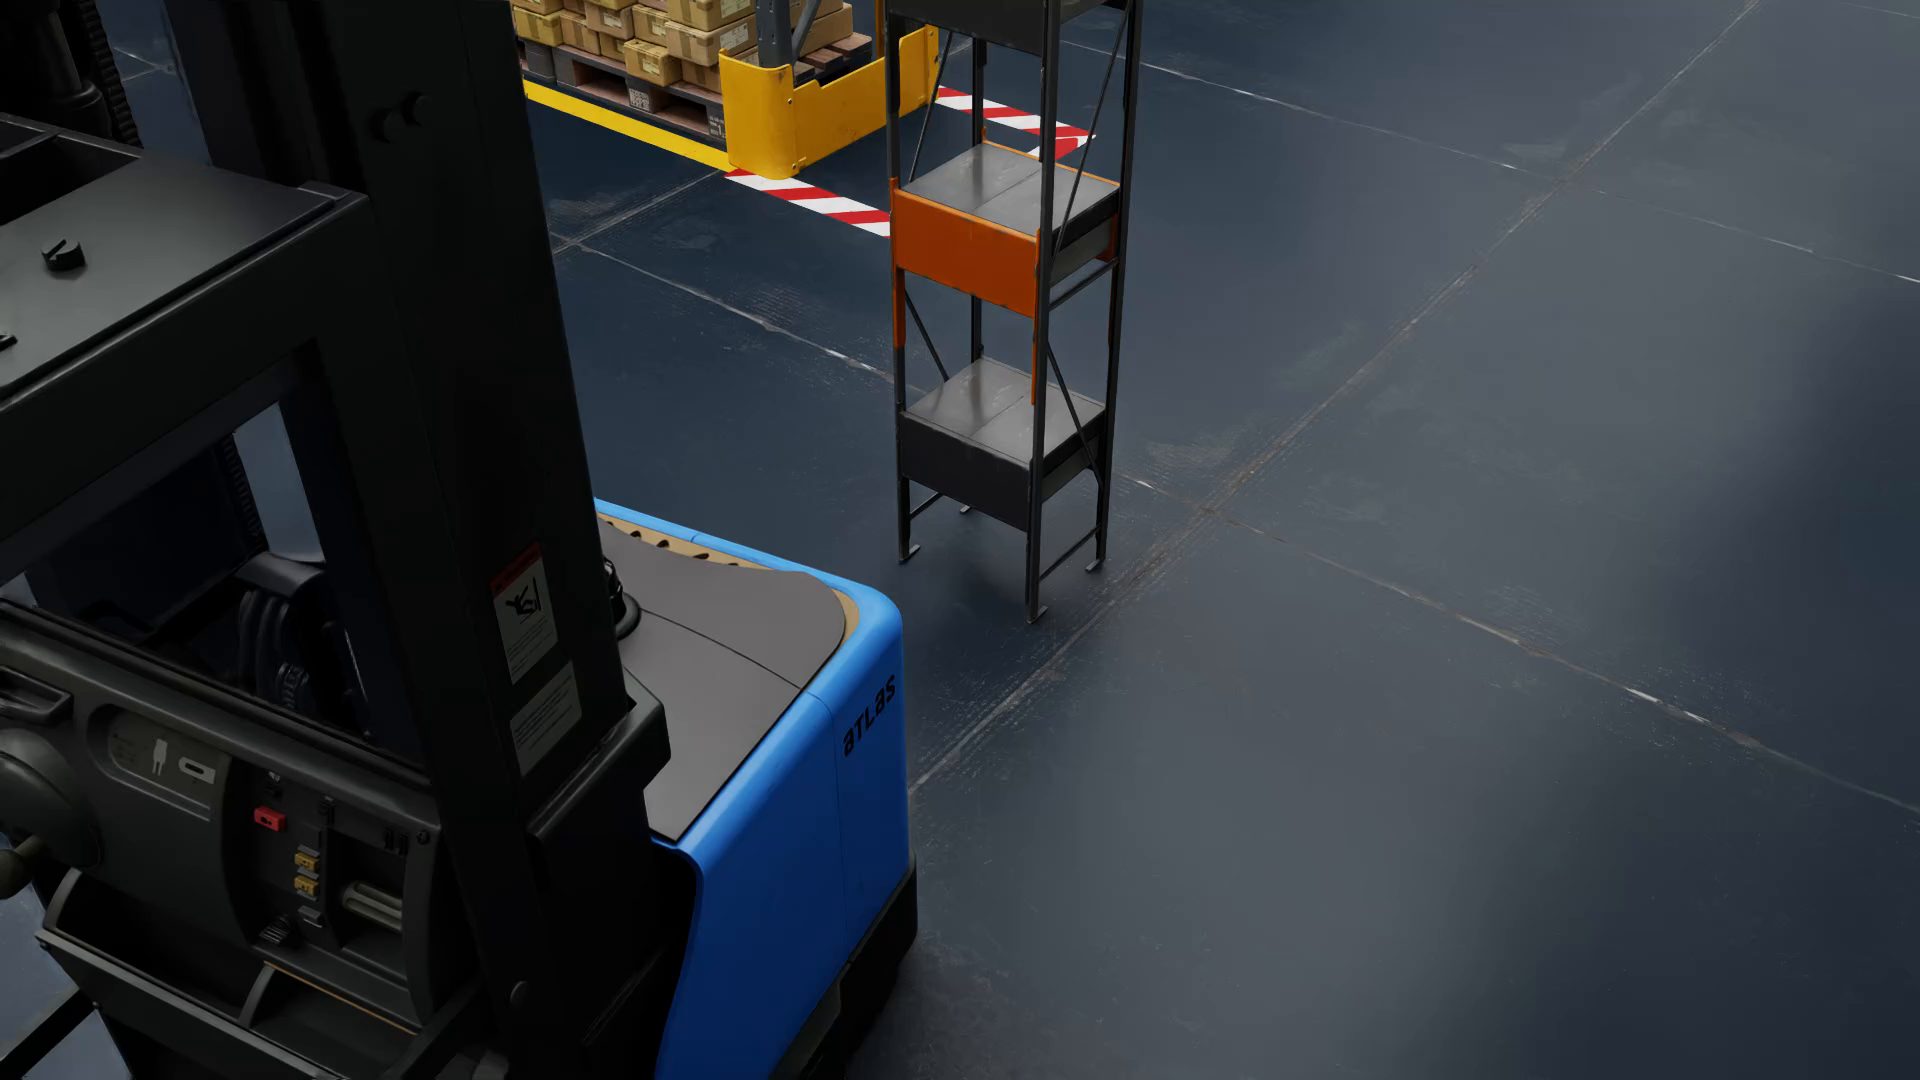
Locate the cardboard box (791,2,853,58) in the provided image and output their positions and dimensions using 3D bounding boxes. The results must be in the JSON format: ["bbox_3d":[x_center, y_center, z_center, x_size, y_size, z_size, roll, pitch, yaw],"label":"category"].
[{"bbox_3d":[-0.727,-2.452,7.921,0.250,0.149,0.380,26,45,29],"label":"cardboard box"}]

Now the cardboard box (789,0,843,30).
[{"bbox_3d":[-0.766,-2.538,7.789,0.250,0.149,0.380,27,46,30],"label":"cardboard box"}]

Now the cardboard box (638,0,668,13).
[{"bbox_3d":[-1.245,-2.530,7.537,0.250,0.149,0.380,26,45,29],"label":"cardboard box"}]

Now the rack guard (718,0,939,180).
[{"bbox_3d":[-0.566,-2.101,7.527,0.348,0.500,1.175,25,45,29],"label":"rack guard"}]

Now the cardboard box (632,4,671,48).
[{"bbox_3d":[-1.273,-2.398,7.611,0.250,0.149,0.380,24,44,28],"label":"cardboard box"}]

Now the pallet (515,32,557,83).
[{"bbox_3d":[-2.155,-2.766,8.611,1.213,0.211,1.003,25,45,29],"label":"pallet"}]

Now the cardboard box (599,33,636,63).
[{"bbox_3d":[-1.474,-2.382,7.831,0.250,0.149,0.380,25,44,28],"label":"cardboard box"}]

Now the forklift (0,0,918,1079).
[{"bbox_3d":[-1.207,0.486,2.251,1.130,2.935,3.031,17,41,20],"label":"forklift"}]

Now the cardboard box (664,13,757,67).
[{"bbox_3d":[-1.098,-2.274,7.452,0.250,0.149,0.380,24,44,27],"label":"cardboard box"}]

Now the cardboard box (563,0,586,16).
[{"bbox_3d":[-1.663,-2.619,7.893,0.250,0.149,0.380,25,44,28],"label":"cardboard box"}]

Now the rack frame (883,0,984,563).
[{"bbox_3d":[-0.062,-0.856,4.640,0.015,2.100,0.400,25,45,29],"label":"rack frame"}]

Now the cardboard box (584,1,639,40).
[{"bbox_3d":[-1.512,-2.468,7.700,0.250,0.149,0.380,23,44,27],"label":"cardboard box"}]

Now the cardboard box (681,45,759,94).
[{"bbox_3d":[-1.051,-2.194,7.591,0.250,0.149,0.380,26,45,29],"label":"cardboard box"}]

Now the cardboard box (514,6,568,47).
[{"bbox_3d":[-1.919,-2.533,8.024,0.250,0.149,0.380,23,44,27],"label":"cardboard box"}]

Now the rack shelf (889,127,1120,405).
[{"bbox_3d":[0.131,-0.754,4.532,0.480,0.518,0.431,25,45,29],"label":"rack shelf"}]

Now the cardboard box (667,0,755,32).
[{"bbox_3d":[-1.080,-2.408,7.381,0.250,0.149,0.380,26,45,29],"label":"cardboard box"}]

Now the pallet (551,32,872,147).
[{"bbox_3d":[-1.190,-2.308,8.027,1.213,0.211,1.003,25,45,29],"label":"pallet"}]

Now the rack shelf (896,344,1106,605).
[{"bbox_3d":[0.131,-0.203,4.963,0.480,0.518,0.431,25,45,29],"label":"rack shelf"}]

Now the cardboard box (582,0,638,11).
[{"bbox_3d":[-1.528,-2.565,7.582,0.250,0.149,0.380,24,44,28],"label":"cardboard box"}]

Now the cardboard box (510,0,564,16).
[{"bbox_3d":[-1.931,-2.656,7.939,0.250,0.149,0.380,26,45,29],"label":"cardboard box"}]

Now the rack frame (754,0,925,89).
[{"bbox_3d":[-0.506,-3.056,6.720,0.127,3.000,1.000,25,45,29],"label":"rack frame"}]

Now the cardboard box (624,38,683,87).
[{"bbox_3d":[-1.316,-2.241,7.651,0.250,0.149,0.380,27,45,30],"label":"cardboard box"}]

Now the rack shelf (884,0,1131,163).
[{"bbox_3d":[0.131,-1.305,4.100,0.480,0.518,0.431,25,45,29],"label":"rack shelf"}]

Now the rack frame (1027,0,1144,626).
[{"bbox_3d":[0.325,-0.673,4.407,0.015,2.100,0.400,25,45,29],"label":"rack frame"}]

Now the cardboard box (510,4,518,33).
[{"bbox_3d":[-2.123,-2.645,8.167,0.250,0.149,0.380,26,45,29],"label":"cardboard box"}]

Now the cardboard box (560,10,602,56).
[{"bbox_3d":[-1.678,-2.468,7.941,0.250,0.149,0.380,26,45,29],"label":"cardboard box"}]

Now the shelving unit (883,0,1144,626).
[{"bbox_3d":[0.131,-0.765,4.524,0.503,2.100,0.431,25,45,29],"label":"shelving unit"}]
